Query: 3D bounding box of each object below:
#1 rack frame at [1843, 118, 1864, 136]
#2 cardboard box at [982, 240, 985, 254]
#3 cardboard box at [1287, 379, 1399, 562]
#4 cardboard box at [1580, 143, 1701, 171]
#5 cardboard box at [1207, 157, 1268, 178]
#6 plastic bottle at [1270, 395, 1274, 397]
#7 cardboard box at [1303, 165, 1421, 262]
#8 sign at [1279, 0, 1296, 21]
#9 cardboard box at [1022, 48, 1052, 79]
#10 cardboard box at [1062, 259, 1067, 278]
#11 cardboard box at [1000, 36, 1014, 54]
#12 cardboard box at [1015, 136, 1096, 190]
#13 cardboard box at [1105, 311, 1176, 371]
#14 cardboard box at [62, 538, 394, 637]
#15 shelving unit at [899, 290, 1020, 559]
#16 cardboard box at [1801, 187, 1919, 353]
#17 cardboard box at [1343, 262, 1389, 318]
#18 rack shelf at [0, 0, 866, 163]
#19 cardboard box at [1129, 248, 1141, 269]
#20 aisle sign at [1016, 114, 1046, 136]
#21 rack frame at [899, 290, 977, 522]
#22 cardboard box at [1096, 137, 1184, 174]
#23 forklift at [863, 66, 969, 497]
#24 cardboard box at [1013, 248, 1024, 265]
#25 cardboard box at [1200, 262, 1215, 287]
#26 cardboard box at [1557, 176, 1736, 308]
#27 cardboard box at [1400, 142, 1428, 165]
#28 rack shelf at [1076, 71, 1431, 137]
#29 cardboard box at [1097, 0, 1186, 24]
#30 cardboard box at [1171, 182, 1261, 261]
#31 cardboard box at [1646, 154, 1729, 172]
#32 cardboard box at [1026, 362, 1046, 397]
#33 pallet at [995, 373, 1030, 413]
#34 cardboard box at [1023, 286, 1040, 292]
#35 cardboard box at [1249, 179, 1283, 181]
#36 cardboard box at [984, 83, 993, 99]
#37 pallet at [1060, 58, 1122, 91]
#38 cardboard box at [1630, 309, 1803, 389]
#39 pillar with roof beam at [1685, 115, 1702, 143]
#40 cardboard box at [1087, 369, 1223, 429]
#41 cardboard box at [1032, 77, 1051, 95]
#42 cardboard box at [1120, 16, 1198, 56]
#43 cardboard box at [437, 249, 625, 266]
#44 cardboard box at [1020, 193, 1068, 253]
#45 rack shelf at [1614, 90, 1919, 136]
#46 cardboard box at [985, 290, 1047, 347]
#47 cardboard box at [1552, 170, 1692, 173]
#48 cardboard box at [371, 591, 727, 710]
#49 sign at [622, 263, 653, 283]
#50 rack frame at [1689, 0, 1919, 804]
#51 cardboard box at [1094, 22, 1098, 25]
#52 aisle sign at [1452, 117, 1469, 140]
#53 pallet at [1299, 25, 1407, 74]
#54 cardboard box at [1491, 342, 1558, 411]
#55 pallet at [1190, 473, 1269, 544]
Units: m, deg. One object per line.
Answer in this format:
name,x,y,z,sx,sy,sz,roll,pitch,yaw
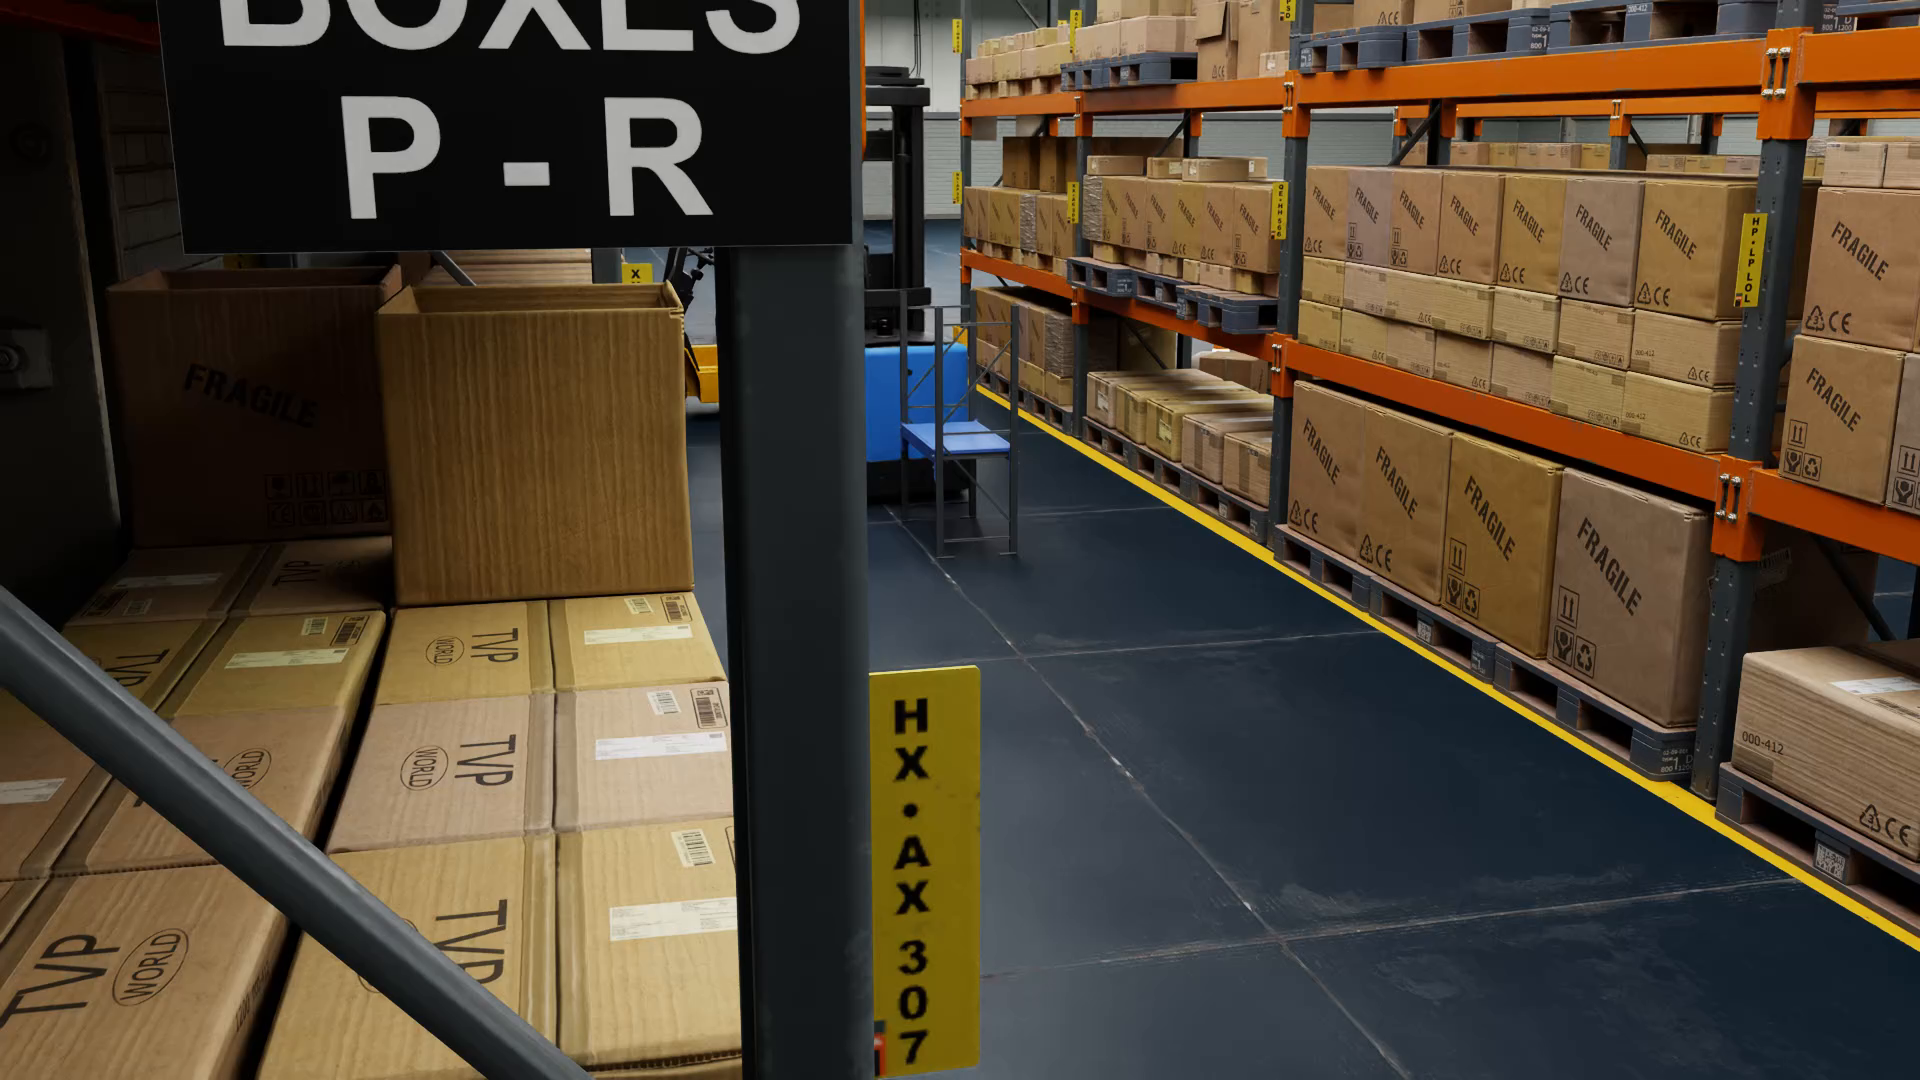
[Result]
rack frame,10.138,-3.817,19.730,1.000,3.000,0.127,-3,14,-13
cardboard box,0.440,-2.930,16.627,0.380,0.149,0.250,-4,14,-15
cardboard box,2.465,-0.427,9.447,0.875,0.875,0.875,-3,14,-14
cardboard box,6.179,-3.326,15.127,0.875,0.550,0.550,-3,14,-13
cardboard box,2.034,-2.740,12.233,0.380,0.149,0.250,-4,14,-16
plastic bottle,2.964,-1.317,15.688,0.133,0.061,0.283,-1,14,-3
cardboard box,2.262,-1.826,9.263,0.500,0.500,0.500,-4,14,-15
sign,1.856,-3.098,9.376,0.100,0.325,0.005,-3,14,-13
cardboard box,0.853,-4.192,14.636,0.500,0.250,0.500,-4,14,-14
cardboard box,1.072,-2.277,13.956,0.380,0.149,0.250,-3,14,-14
cardboard box,0.583,-4.597,15.451,0.380,0.149,0.250,-3,14,-12
cardboard box,0.948,-3.721,16.391,0.700,0.500,0.500,-3,14,-13
cardboard box,1.568,-1.726,14.499,0.500,0.500,0.500,-3,14,-11
cardboard box,-1.282,0.187,3.031,0.500,0.250,0.500,-3,14,-13
shelving unit,-0.020,-0.748,10.330,0.538,1.500,1.048,-3,14,-13
cardboard box,3.199,-0.907,5.503,0.500,0.500,0.500,-3,14,-13
cardboard box,2.383,-1.339,8.851,0.500,0.250,0.500,-3,14,-12
rack shelf,-1.031,-0.865,2.843,1.077,0.370,4.000,-3,14,-13
cardboard box,1.477,-2.098,12.338,0.380,0.149,0.250,-3,14,-12
aisle sign,0.772,-4.558,17.286,0.394,0.787,0.004,-3,14,-13
rack frame,-0.139,-0.866,10.810,0.500,1.500,0.032,-3,14,-13
cardboard box,1.552,-3.134,13.992,0.700,0.500,0.500,-3,14,-14
forklift,-0.876,-2.009,12.474,1.130,2.935,3.031,-5,14,-18
cardboard box,0.704,-2.629,15.398,0.380,0.149,0.250,-3,14,-13
cardboard box,1.790,-1.736,10.855,0.380,0.149,0.250,-4,14,-16
cardboard box,2.845,-1.239,6.859,0.500,0.500,0.500,-3,14,-12
cardboard box,5.342,-4.074,18.189,0.875,0.550,0.550,-3,14,-13
rack shelf,1.914,-2.988,11.533,1.077,0.370,4.000,-3,14,-13
cardboard box,1.319,-3.901,12.134,0.500,0.250,0.500,-4,14,-14
cardboard box,1.755,-2.141,11.146,0.500,0.500,0.500,-4,14,-17
cardboard box,6.354,-3.061,14.319,0.700,0.500,0.500,-4,14,-14
cardboard box,0.909,-1.454,14.966,0.500,0.250,0.500,-4,14,-15
pallet,0.962,-1.422,15.804,1.003,0.211,1.213,-3,14,-13
cardboard box,0.946,-2.327,16.960,0.500,0.500,0.500,-3,14,-13
cardboard box,2.132,-2.291,11.761,0.500,0.500,0.500,-4,14,-15
cardboard box,0.445,-4.387,16.271,0.380,0.149,0.250,-3,14,-12
pallet,1.486,-3.559,12.752,1.213,0.211,1.003,-3,14,-13
cardboard box,2.983,-0.755,6.458,0.500,0.250,0.500,-3,14,-13
pillar with roof beam,15.766,-12.743,43.625,9.100,9.000,0.400,-3,14,-13
cardboard box,1.570,-1.149,13.460,0.950,0.372,0.625,-3,14,-12
cardboard box,0.846,-3.971,14.570,0.380,0.149,0.250,-3,14,-12
cardboard box,1.451,-3.541,11.712,0.500,0.250,0.500,-3,14,-14
cardboard box,-1.703,-0.896,6.679,0.700,0.500,0.500,-3,14,-13
cardboard box,0.844,-2.861,14.981,0.500,0.500,0.500,-3,14,-12
rack shelf,6.702,-3.287,12.758,1.077,0.370,4.000,-3,14,-13
cardboard box,0.559,-2.170,16.317,0.500,0.500,0.500,-4,14,-15
cardboard box,3.110,-1.499,7.924,0.500,0.500,0.500,-4,14,-14
cardboard box,-0.647,0.280,2.652,0.500,0.250,0.500,-4,14,-14
sign,-0.975,-0.671,5.031,0.100,0.325,0.005,-3,14,-13
rack frame,3.323,-0.496,6.138,1.000,3.000,0.127,-3,14,-13
cardboard box,1.157,-4.125,13.521,0.380,0.149,0.250,-3,14,-12
aisle sign,5.567,-4.860,18.521,0.394,0.787,0.004,-3,14,-13
pallet,2.586,-2.639,8.986,1.213,0.211,1.003,-3,14,-11
cardboard box,2.754,-0.748,7.484,0.500,0.250,0.500,-4,14,-15
pallet,2.201,-0.245,10.985,1.003,0.211,1.213,-3,14,-13
